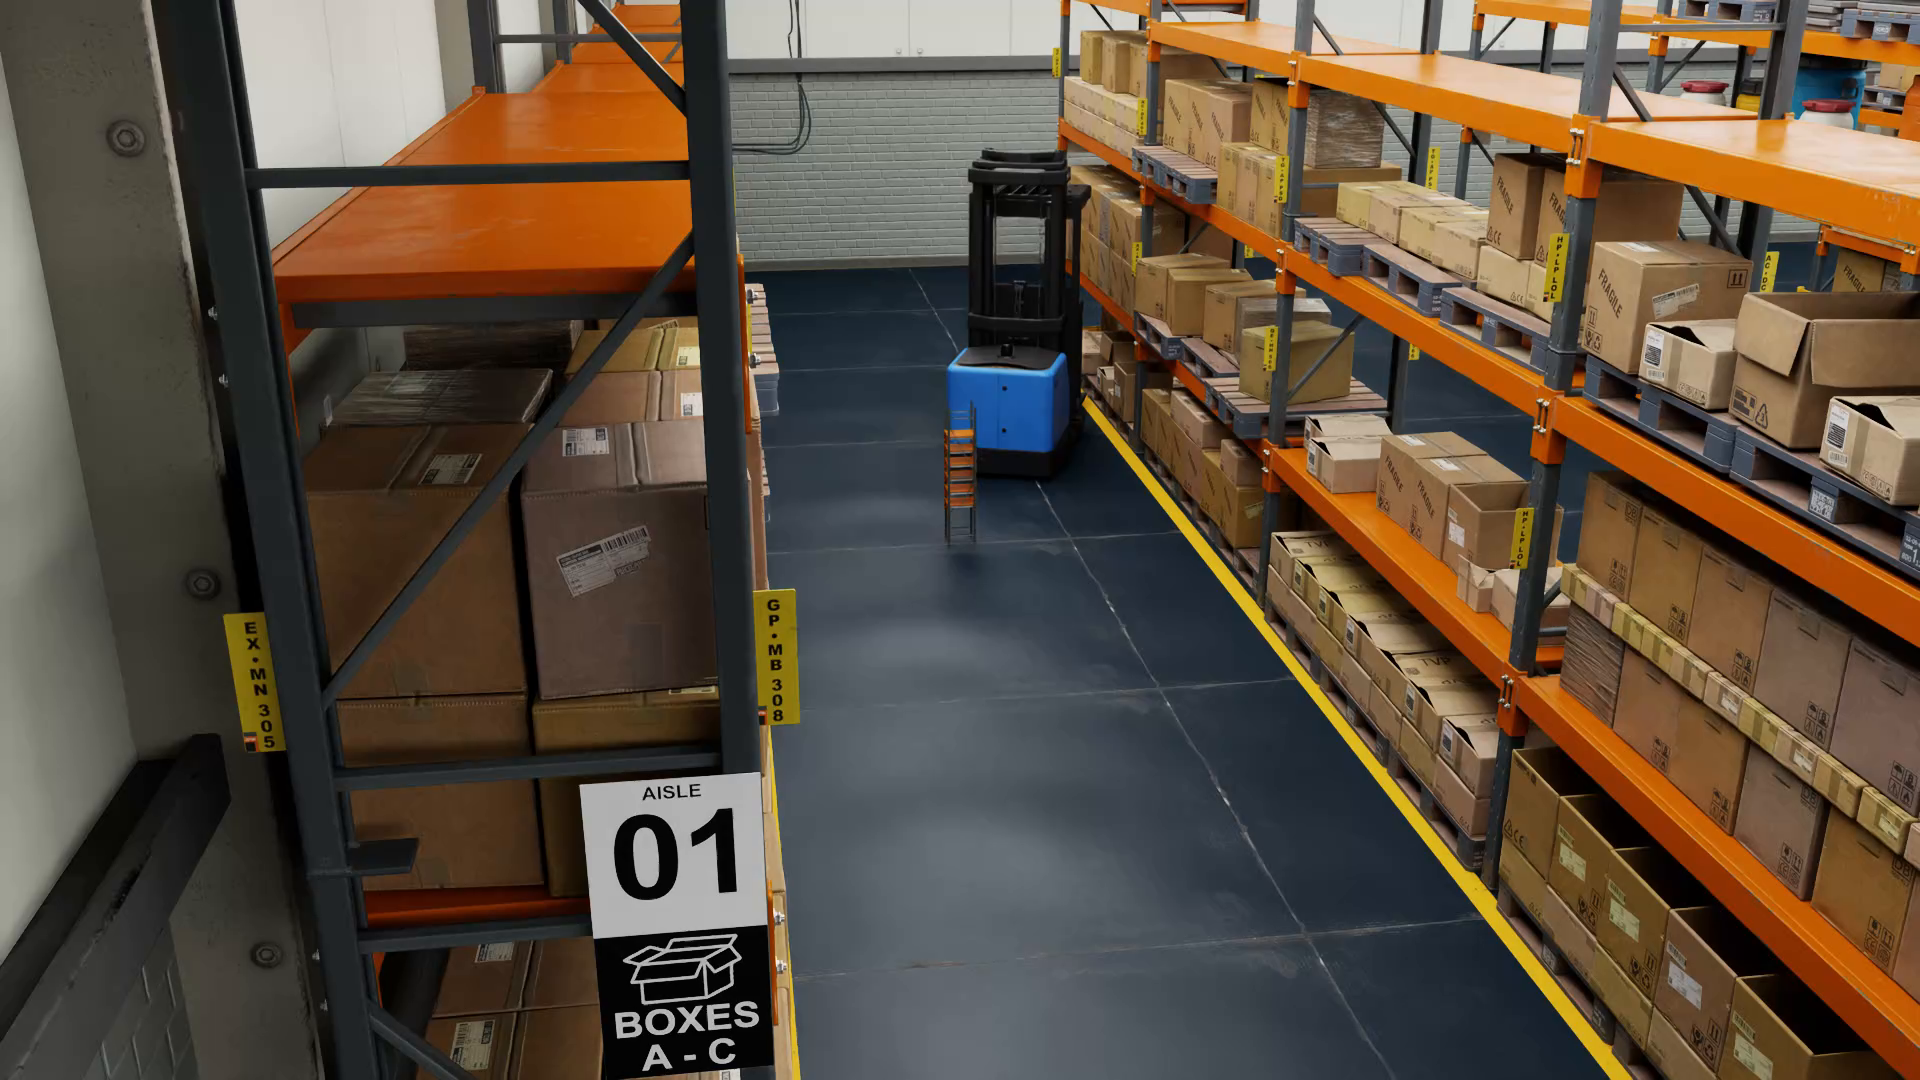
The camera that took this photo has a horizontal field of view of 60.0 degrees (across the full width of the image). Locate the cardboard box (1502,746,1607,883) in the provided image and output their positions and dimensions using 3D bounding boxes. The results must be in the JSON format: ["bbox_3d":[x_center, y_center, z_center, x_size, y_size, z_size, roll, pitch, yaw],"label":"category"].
[{"bbox_3d":[3.135,1.385,8.479,0.500,0.500,0.500,-3,21,-8],"label":"cardboard box"}]

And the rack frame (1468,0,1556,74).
[{"bbox_3d":[6.550,-6.745,19.414,1.000,3.000,0.127,-3,21,-8],"label":"rack frame"}]

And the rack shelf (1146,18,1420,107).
[{"bbox_3d":[2.513,-3.895,13.383,1.077,0.370,4.000,-3,21,-8],"label":"rack shelf"}]

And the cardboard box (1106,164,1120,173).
[{"bbox_3d":[1.984,-4.061,19.231,0.500,0.500,0.500,-3,21,-8],"label":"cardboard box"}]

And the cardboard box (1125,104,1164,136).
[{"bbox_3d":[1.886,-4.025,15.918,0.500,0.250,0.500,-3,21,-8],"label":"cardboard box"}]

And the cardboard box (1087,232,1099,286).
[{"bbox_3d":[1.671,-3.041,17.927,0.500,0.500,0.500,-3,21,-7],"label":"cardboard box"}]

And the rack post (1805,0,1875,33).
[{"bbox_3d":[7.545,-4.432,13.935,0.937,0.300,0.954,-1,20,-2],"label":"rack post"}]

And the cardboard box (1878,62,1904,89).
[{"bbox_3d":[11.580,-5.703,20.025,0.700,0.500,0.500,-4,21,-11],"label":"cardboard box"}]

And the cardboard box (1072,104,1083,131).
[{"bbox_3d":[1.530,-4.657,18.324,0.500,0.250,0.500,-3,21,-8],"label":"cardboard box"}]

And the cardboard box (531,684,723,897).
[{"bbox_3d":[-0.748,0.515,4.092,0.500,0.500,0.500,-2,21,-6],"label":"cardboard box"}]

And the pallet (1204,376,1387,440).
[{"bbox_3d":[2.634,-1.058,13.035,1.213,0.211,1.003,-3,21,-8],"label":"pallet"}]

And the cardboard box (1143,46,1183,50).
[{"bbox_3d":[2.185,-4.568,16.301,0.700,0.500,0.500,-3,21,-8],"label":"cardboard box"}]

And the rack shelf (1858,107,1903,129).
[{"bbox_3d":[11.740,-4.560,18.880,1.077,0.370,4.000,-3,21,-8],"label":"rack shelf"}]

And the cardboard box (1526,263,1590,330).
[{"bbox_3d":[3.299,-1.277,8.675,0.500,0.250,0.500,-1,20,-2],"label":"cardboard box"}]

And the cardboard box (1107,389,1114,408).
[{"bbox_3d":[1.748,-1.482,17.342,0.380,0.149,0.250,-3,21,-8],"label":"cardboard box"}]

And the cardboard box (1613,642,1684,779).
[{"bbox_3d":[3.531,0.757,7.758,0.700,0.500,0.500,-3,21,-8],"label":"cardboard box"}]

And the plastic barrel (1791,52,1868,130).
[{"bbox_3d":[7.524,-3.803,14.508,0.600,0.901,0.708,-3,21,-8],"label":"plastic barrel"}]

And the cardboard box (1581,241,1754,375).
[{"bbox_3d":[3.190,-1.058,7.531,0.500,0.500,0.500,-1,21,-3],"label":"cardboard box"}]

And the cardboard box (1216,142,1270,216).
[{"bbox_3d":[2.557,-2.874,13.195,0.910,0.500,0.500,-3,21,-8],"label":"cardboard box"}]

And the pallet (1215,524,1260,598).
[{"bbox_3d":[2.731,0.130,13.568,1.003,0.211,1.213,-3,21,-8],"label":"pallet"}]

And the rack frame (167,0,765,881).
[{"bbox_3d":[-0.947,-0.706,3.244,1.000,3.000,0.127,-3,21,-8],"label":"rack frame"}]

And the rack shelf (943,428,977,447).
[{"bbox_3d":[0.002,-0.853,13.882,0.258,0.103,0.180,-3,21,-8],"label":"rack shelf"}]

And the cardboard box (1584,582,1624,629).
[{"bbox_3d":[3.261,0.308,8.035,0.380,0.149,0.250,-3,21,-7],"label":"cardboard box"}]

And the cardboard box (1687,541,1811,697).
[{"bbox_3d":[3.594,0.316,7.087,0.700,0.500,0.500,-3,21,-8],"label":"cardboard box"}]

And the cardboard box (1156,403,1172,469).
[{"bbox_3d":[2.141,-0.972,15.477,0.500,0.500,0.500,-3,21,-7],"label":"cardboard box"}]

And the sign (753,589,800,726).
[{"bbox_3d":[-0.410,0.263,3.690,0.100,0.325,0.005,-3,21,-8],"label":"sign"}]

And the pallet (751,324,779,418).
[{"bbox_3d":[-1.507,-0.817,8.097,1.213,0.211,1.003,-3,21,-8],"label":"pallet"}]

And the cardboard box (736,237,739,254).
[{"bbox_3d":[-1.093,-0.860,6.344,0.500,0.500,0.500,-2,21,-5],"label":"cardboard box"}]

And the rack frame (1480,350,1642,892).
[{"bbox_3d":[3.378,0.469,8.674,1.000,3.000,0.127,-3,21,-8],"label":"rack frame"}]

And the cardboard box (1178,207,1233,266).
[{"bbox_3d":[2.435,-2.994,16.373,0.500,0.500,0.500,-2,21,-6],"label":"cardboard box"}]

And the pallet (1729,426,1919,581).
[{"bbox_3d":[3.699,-0.180,6.249,1.003,0.211,1.213,-3,21,-8],"label":"pallet"}]

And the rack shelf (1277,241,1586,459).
[{"bbox_3d":[3.090,-1.292,10.129,1.077,0.370,4.000,-3,21,-8],"label":"rack shelf"}]

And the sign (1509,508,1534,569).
[{"bbox_3d":[2.842,-0.006,8.403,0.100,0.325,0.005,-3,21,-8],"label":"sign"}]

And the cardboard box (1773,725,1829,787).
[{"bbox_3d":[3.485,0.843,6.601,0.380,0.149,0.250,-3,21,-8],"label":"cardboard box"}]

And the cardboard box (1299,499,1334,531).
[{"bbox_3d":[3.019,-0.123,13.203,0.500,0.500,0.500,-2,21,-5],"label":"cardboard box"}]

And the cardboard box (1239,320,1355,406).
[{"bbox_3d":[2.599,-1.372,12.860,0.700,0.500,0.500,-10,23,-26],"label":"cardboard box"}]

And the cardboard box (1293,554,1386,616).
[{"bbox_3d":[2.670,0.290,11.681,0.500,0.311,0.500,-3,21,-9],"label":"cardboard box"}]

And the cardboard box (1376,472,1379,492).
[{"bbox_3d":[3.041,-0.360,11.252,0.380,0.149,0.250,-1,21,-4],"label":"cardboard box"}]

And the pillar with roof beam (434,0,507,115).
[{"bbox_3d":[1.491,-3.199,9.920,9.100,9.000,0.400,-3,21,-8],"label":"pillar with roof beam"}]

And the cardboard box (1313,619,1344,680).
[{"bbox_3d":[2.740,0.725,11.318,0.500,0.250,0.500,-3,21,-9],"label":"cardboard box"}]

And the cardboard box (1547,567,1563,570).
[{"bbox_3d":[3.452,0.269,9.567,0.380,0.149,0.250,-3,21,-8],"label":"cardboard box"}]

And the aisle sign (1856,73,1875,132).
[{"bbox_3d":[11.144,-5.412,20.704,0.394,0.787,0.004,-3,21,-8],"label":"aisle sign"}]

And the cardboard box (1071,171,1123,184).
[{"bbox_3d":[1.534,-3.854,18.675,0.500,0.500,0.500,-3,21,-7],"label":"cardboard box"}]

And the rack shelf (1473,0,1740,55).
[{"bbox_3d":[6.839,-5.528,17.756,1.077,0.370,4.000,-3,21,-8],"label":"rack shelf"}]

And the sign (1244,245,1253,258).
[{"bbox_3d":[2.773,-2.873,15.966,0.100,0.325,0.005,-3,21,-8],"label":"sign"}]

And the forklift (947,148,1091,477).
[{"bbox_3d":[0.682,-2.448,16.582,1.130,2.935,3.031,4,21,12],"label":"forklift"}]

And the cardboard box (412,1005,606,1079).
[{"bbox_3d":[-1.225,1.662,4.594,0.500,0.500,0.500,-3,21,-8],"label":"cardboard box"}]

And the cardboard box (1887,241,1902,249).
[{"bbox_3d":[11.326,-3.572,19.851,0.380,0.149,0.250,-3,21,-9],"label":"cardboard box"}]

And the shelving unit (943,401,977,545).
[{"bbox_3d":[0.002,-0.557,13.993,0.258,1.200,0.189,-3,21,-8],"label":"shelving unit"}]

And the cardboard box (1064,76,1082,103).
[{"bbox_3d":[1.465,-5.064,18.701,0.500,0.250,0.500,-3,21,-8],"label":"cardboard box"}]
